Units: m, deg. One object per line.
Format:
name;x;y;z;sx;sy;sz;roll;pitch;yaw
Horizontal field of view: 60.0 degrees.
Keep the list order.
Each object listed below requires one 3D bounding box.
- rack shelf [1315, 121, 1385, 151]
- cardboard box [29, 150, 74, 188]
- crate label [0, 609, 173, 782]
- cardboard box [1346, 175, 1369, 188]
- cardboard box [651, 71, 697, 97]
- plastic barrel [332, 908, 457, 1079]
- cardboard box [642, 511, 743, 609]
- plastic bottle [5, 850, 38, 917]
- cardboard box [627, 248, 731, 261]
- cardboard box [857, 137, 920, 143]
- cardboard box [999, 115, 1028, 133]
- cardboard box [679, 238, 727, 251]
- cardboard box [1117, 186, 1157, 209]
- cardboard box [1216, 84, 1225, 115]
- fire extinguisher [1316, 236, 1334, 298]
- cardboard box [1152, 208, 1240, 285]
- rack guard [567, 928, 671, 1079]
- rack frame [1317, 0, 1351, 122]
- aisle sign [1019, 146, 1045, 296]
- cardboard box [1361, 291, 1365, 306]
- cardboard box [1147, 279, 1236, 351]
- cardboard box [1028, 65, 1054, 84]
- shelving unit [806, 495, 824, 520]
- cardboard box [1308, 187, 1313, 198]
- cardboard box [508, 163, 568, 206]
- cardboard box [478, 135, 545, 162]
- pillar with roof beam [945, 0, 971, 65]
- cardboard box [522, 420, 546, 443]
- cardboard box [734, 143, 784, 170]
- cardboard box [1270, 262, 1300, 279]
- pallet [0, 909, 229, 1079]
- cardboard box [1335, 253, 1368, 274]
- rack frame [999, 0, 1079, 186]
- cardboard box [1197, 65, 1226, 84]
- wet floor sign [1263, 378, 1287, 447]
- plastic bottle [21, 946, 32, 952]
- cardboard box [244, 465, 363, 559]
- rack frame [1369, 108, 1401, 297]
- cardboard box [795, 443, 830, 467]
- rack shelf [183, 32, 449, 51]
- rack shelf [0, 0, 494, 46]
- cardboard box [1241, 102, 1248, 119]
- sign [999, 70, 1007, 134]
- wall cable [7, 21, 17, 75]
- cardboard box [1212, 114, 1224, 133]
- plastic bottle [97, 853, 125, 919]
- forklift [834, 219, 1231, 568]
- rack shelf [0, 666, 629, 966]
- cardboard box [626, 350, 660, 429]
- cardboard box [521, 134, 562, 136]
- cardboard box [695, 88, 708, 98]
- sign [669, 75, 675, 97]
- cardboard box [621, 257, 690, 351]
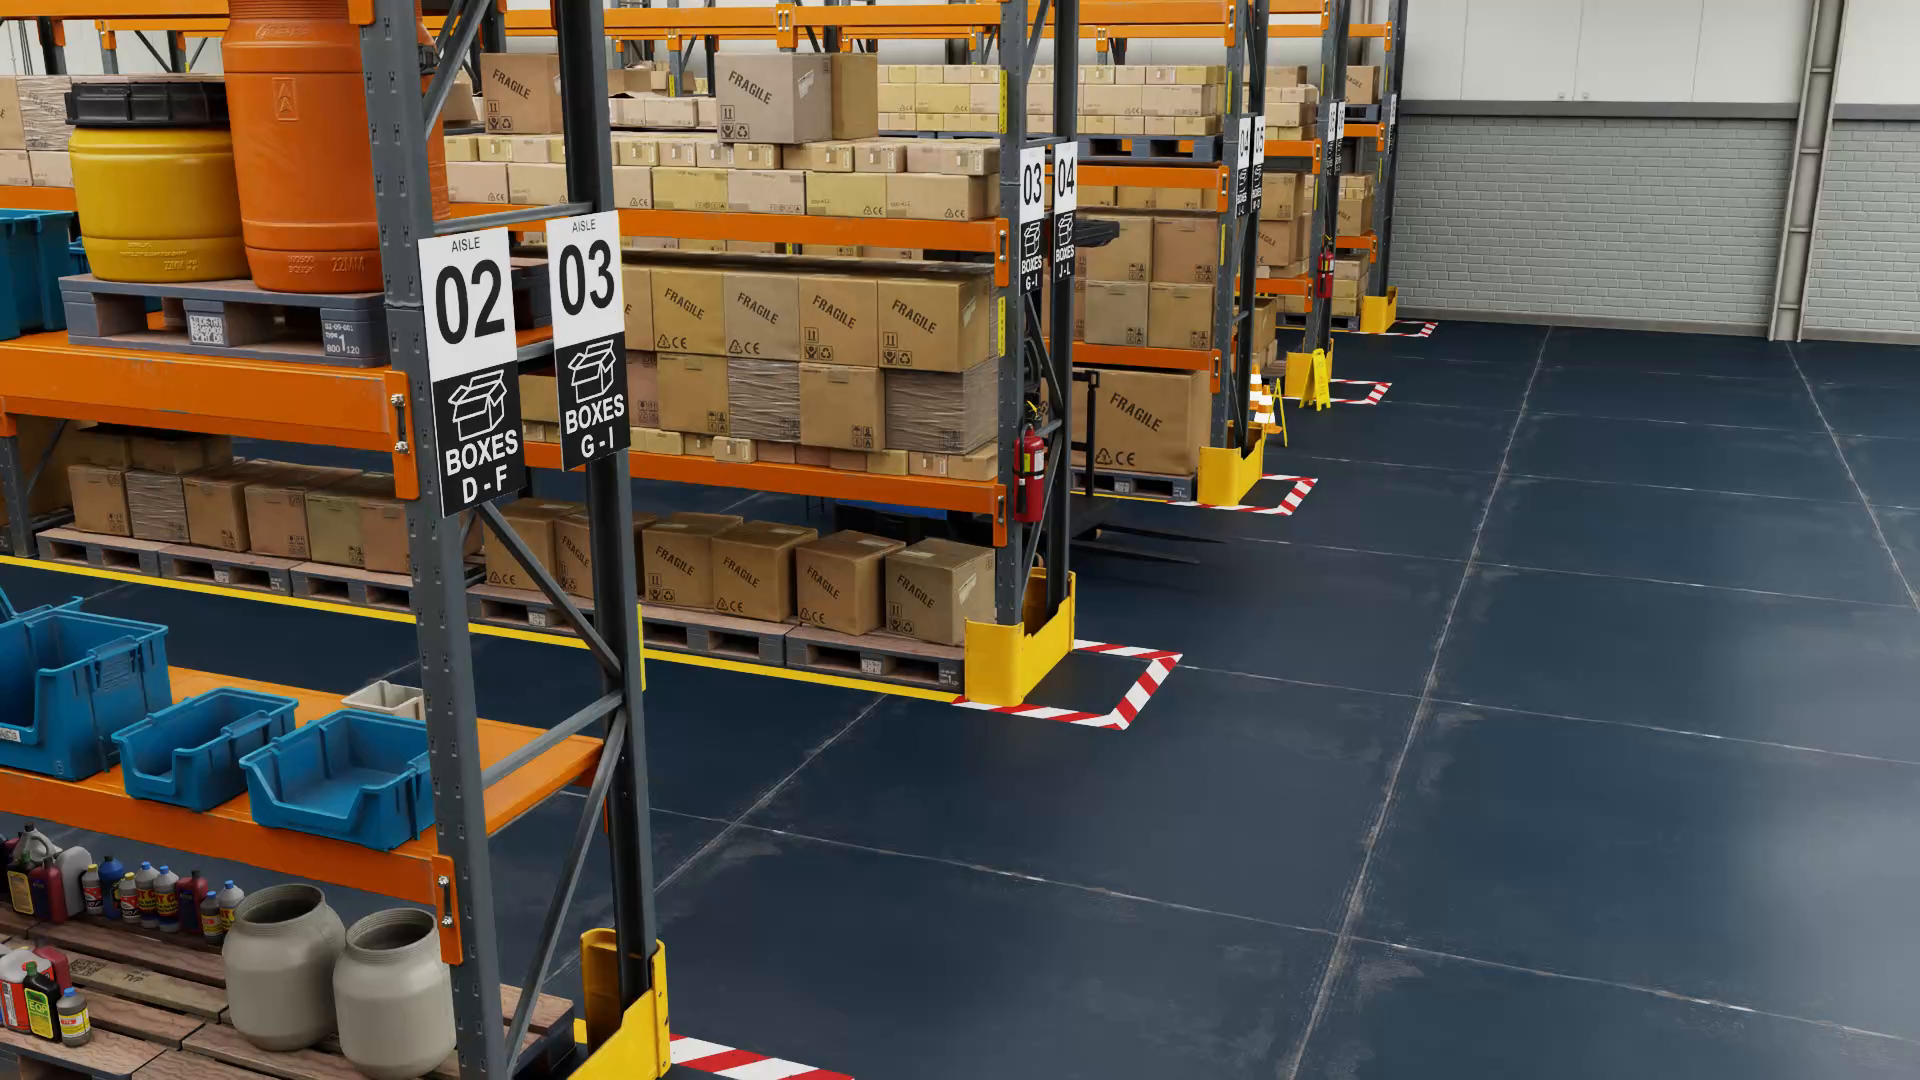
rack shelf;4.047;-5.770;23.580;4.000;0.370;1.077;6;17;21
cardboard box;-6.168;-2.633;11.752;0.500;0.250;0.500;7;17;22
crate label;-3.175;0.537;5.882;0.616;0.435;0.502;6;17;21
cardboard box;5.497;-4.955;22.985;0.250;0.149;0.380;6;17;21
cardboard box;-3.759;-5.693;21.084;0.637;0.503;0.797;5;17;17
plastic barrel;-2.004;1.617;5.931;0.421;0.512;0.421;0;16;0
cardboard box;-1.768;0.128;11.083;0.500;0.500;0.500;5;17;16
plastic bottle;-3.915;1.429;6.955;0.133;0.283;0.061;6;17;21
cardboard box;-1.818;-1.616;10.854;0.500;0.500;0.500;6;17;21
cardboard box;-0.431;-2.353;10.071;0.250;0.149;0.380;7;18;23
cardboard box;0.515;-3.561;14.196;0.250;0.149;0.380;7;17;21
cardboard box;-2.297;-2.928;15.905;0.500;0.500;0.700;6;17;20
cardboard box;2.141;-4.016;19.120;0.500;0.500;0.700;6;17;20
cardboard box;2.012;-3.766;14.188;0.500;0.250;0.500;6;17;21
fire extinguisher;4.027;-3.015;18.316;0.183;0.674;0.296;6;17;21
cardboard box;2.036;-2.528;14.294;0.550;0.550;0.875;6;17;21
rack guard;-1.452;1.877;5.813;0.348;0.500;1.175;6;17;21
rack frame;4.089;-6.064;17.921;0.127;3.000;1.000;6;17;21
aisle sign;0.401;-1.777;9.252;0.004;0.787;0.394;6;17;21
cardboard box;5.522;-3.453;23.866;0.500;0.250;0.500;6;17;21
cardboard box;2.005;-1.987;14.369;0.550;0.550;0.875;6;17;21
cardboard box;0.747;-3.918;13.997;0.250;0.149;0.380;6;17;20
shelving unit;-0.996;-0.741;13.574;0.503;1.200;0.258;9;19;29
cardboard box;5.014;-4.854;23.171;0.250;0.149;0.380;7;17;22
cardboard box;-2.449;-2.225;10.347;0.500;0.250;0.500;6;17;20
cardboard box;-2.806;-2.459;10.438;0.250;0.149;0.380;5;17;18
pillar with roof beam;-1.571;-7.154;21.676;0.400;9.000;9.100;6;17;21
cardboard box;-2.708;-0.754;10.841;0.250;0.149;0.380;6;17;21
cardboard box;-1.127;-2.255;9.736;0.250;0.149;0.380;5;17;18
cardboard box;3.663;-3.045;18.733;0.250;0.149;0.380;7;18;22
pallet;-3.337;1.806;6.575;1.213;0.211;1.003;6;17;21
cardboard box;5.530;-3.930;23.717;0.500;0.250;0.500;6;17;20
rack frame;0.453;-3.494;9.068;0.127;3.000;1.000;6;17;21
cardboard box;2.174;-3.958;14.135;0.250;0.149;0.380;6;17;21
wet floor sign;3.121;-1.269;16.387;0.232;0.644;0.267;3;17;11
plastic bottle;-3.558;1.649;6.344;0.097;0.201;0.097;0;16;0
cardboard box;-4.788;-0.212;12.218;0.500;0.500;0.700;5;17;16
rack frame;5.907;-4.471;23.193;0.127;3.000;1.000;6;17;21
cardboard box;-0.816;-0.572;10.213;0.250;0.149;0.380;6;17;21
rack shelf;-8.934;-6.959;23.010;4.000;0.370;1.077;6;17;21
rack shelf;-5.128;-3.570;11.338;4.000;0.370;1.077;6;17;21
cardboard box;3.052;-4.732;18.449;0.500;0.250;0.500;6;17;20
sign;0.231;-2.337;8.874;0.005;0.325;0.100;6;17;21
wall cable;-15.911;-8.404;25.983;0.029;3.000;2.355;6;17;21
cardboard box;2.166;-3.577;14.251;0.250;0.149;0.380;6;17;21
plastic bottle;-3.537;1.438;6.943;0.097;0.271;0.097;0;16;0
forklift;0.539;-1.321;12.466;3.031;2.935;1.130;9;19;29
rack shelf;-3.225;0.813;6.285;4.000;0.370;1.077;6;17;21
cardboard box;-1.918;-1.066;10.751;0.500;0.500;0.875;6;17;21
cardboard box;-2.644;-2.573;10.829;0.250;0.149;0.380;6;17;21
cardboard box;-3.940;-7.002;26.050;0.250;0.149;0.380;7;17;22
sign;-3.564;-5.585;20.582;0.005;0.325;0.100;6;17;21
cardboard box;-2.012;-1.479;10.382;0.500;0.500;0.500;6;17;21
